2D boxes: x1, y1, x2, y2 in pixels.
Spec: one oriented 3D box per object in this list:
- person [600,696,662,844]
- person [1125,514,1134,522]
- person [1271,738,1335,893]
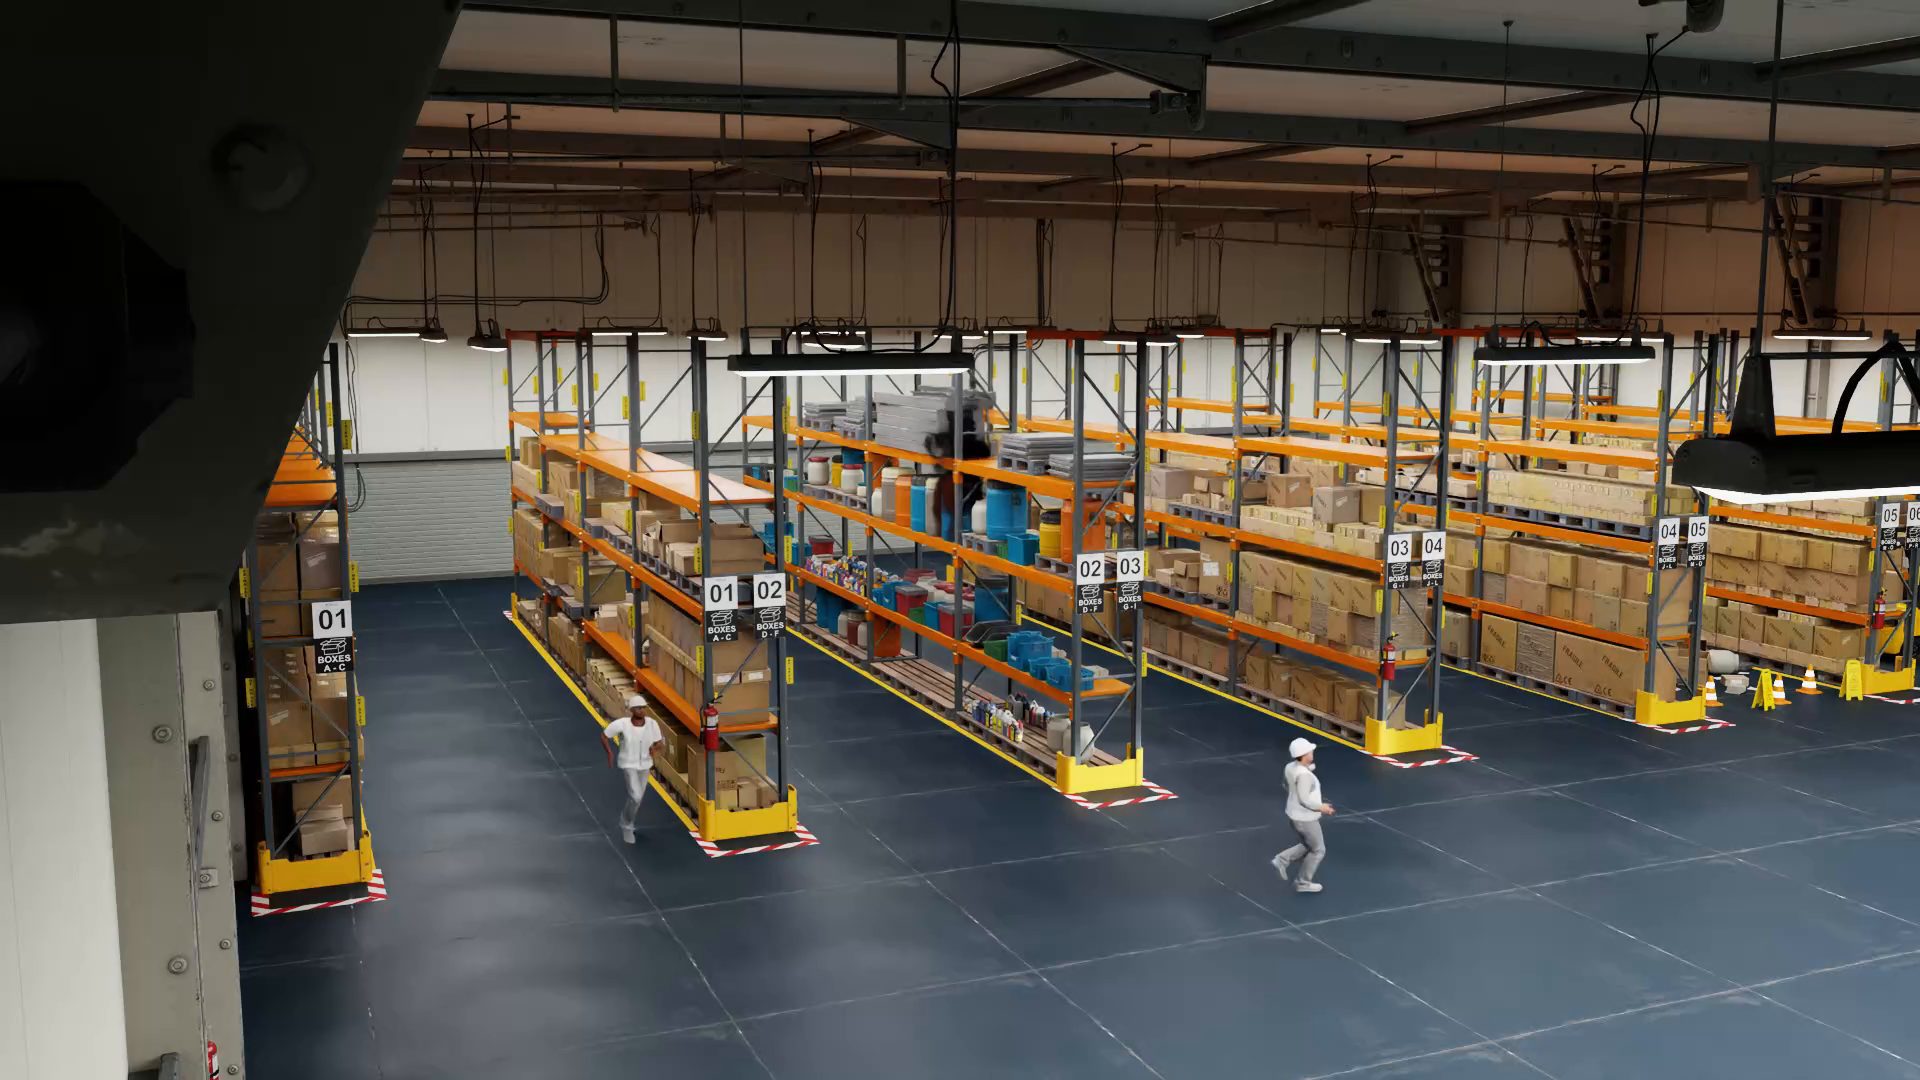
[{"bbox_3d":[-3.924,2.760,20.103,0.681,1.793,0.711,-6,10,-37],"label":"person"},{"bbox_3d":[4.292,-0.156,41.473,0.711,1.781,0.730,-5,9,-34],"label":"person"},{"bbox_3d":[3.753,3.012,18.206,0.609,1.722,0.657,-1,8,-4],"label":"person"}]
